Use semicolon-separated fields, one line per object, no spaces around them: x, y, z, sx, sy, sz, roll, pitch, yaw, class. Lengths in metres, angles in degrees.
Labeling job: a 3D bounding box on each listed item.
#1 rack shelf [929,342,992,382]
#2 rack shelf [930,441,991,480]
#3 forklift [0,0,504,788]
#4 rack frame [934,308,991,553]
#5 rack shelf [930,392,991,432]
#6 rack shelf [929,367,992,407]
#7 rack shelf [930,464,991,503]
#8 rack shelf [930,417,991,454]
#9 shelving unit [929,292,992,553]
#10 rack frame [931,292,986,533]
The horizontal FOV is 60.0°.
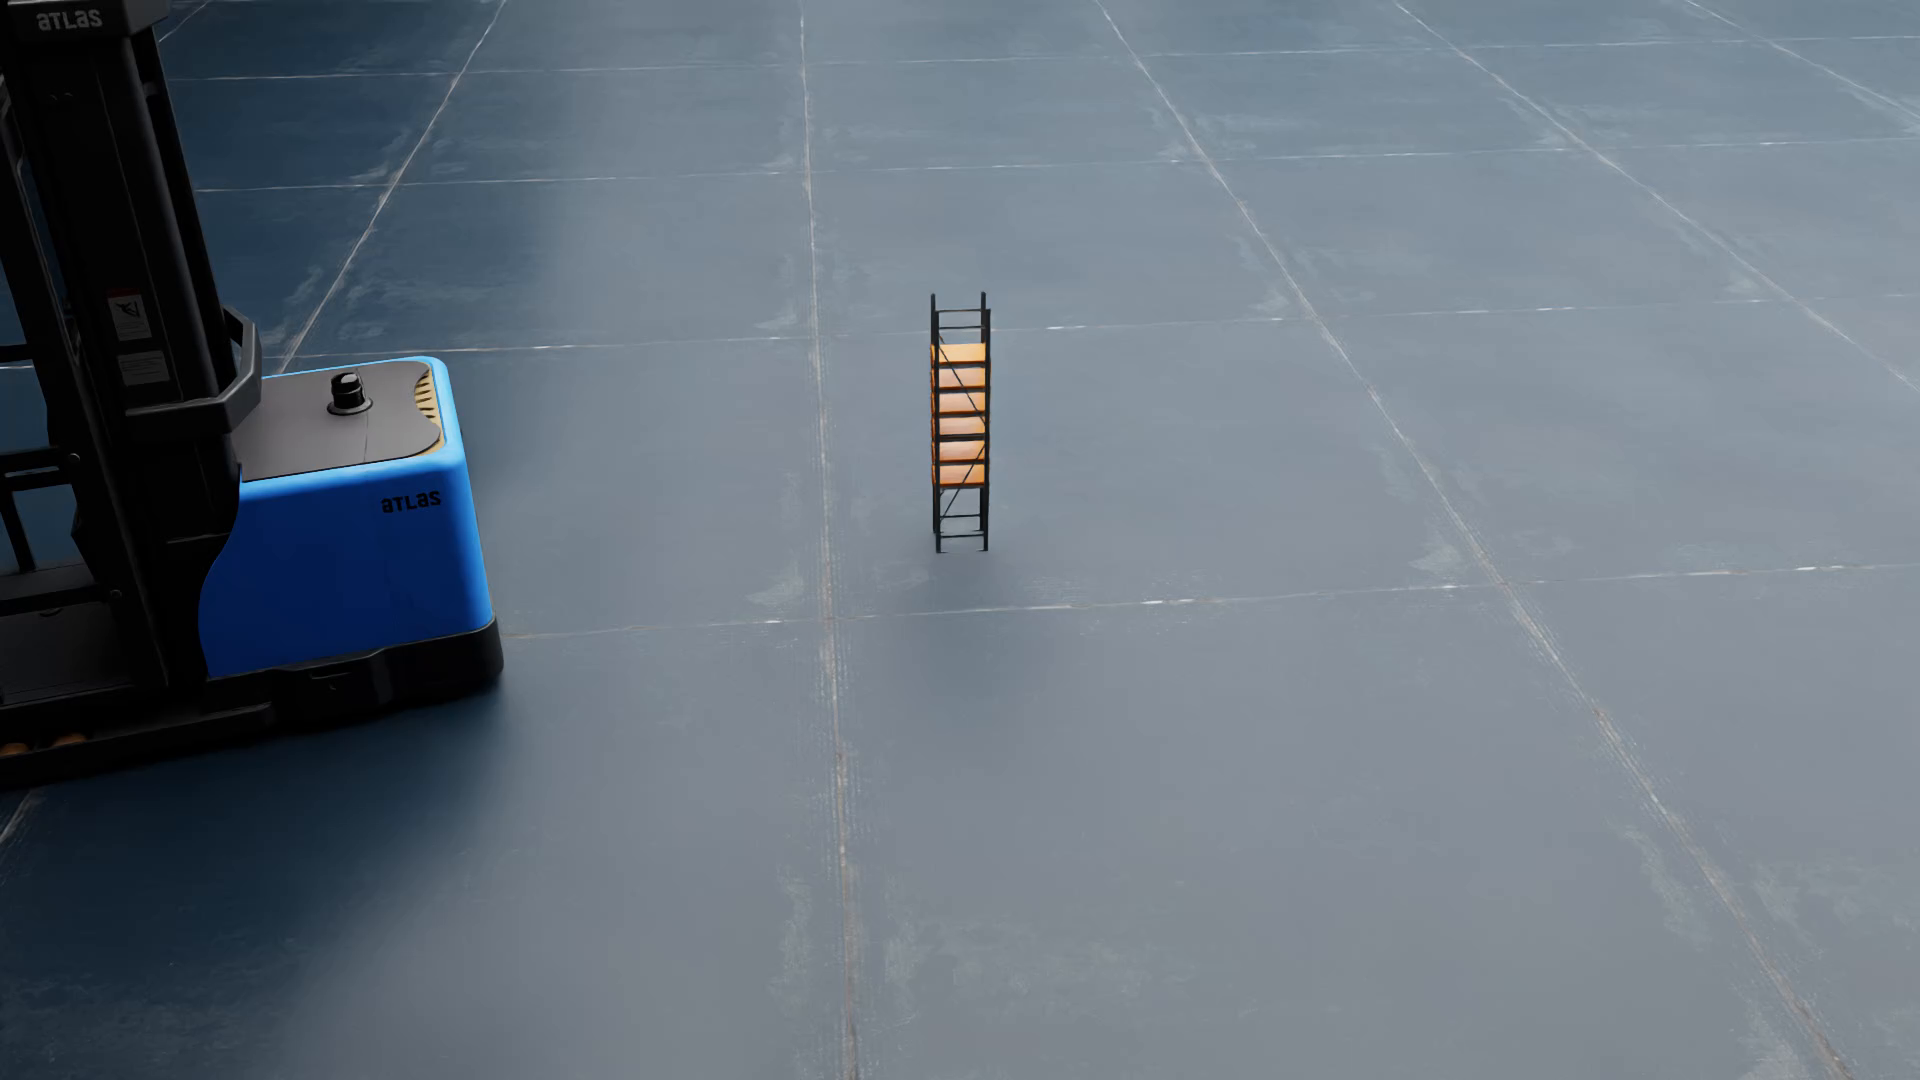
0.001;-0.779;7.268;0.258;0.103;0.180;-3;31;-5;rack shelf
0.001;-0.367;7.514;0.258;0.103;0.180;-3;31;-5;rack shelf
-3.424;-0.640;5.963;3.031;2.935;1.130;-10;32;-17;forklift
0.010;-0.461;7.352;0.240;1.200;0.006;-3;31;-5;rack frame
0.001;-0.573;7.391;0.258;0.103;0.180;-3;31;-5;rack shelf
0.001;-0.676;7.330;0.258;0.103;0.180;-3;31;-5;rack shelf
0.001;-0.264;7.576;0.258;0.103;0.180;-3;31;-5;rack shelf
0.001;-0.470;7.453;0.258;0.103;0.180;-3;31;-5;rack shelf
0.001;-0.508;7.430;0.258;1.200;0.189;-3;31;-5;shelving unit
-0.007;-0.554;7.508;0.240;1.200;0.006;-3;31;-5;rack frame
